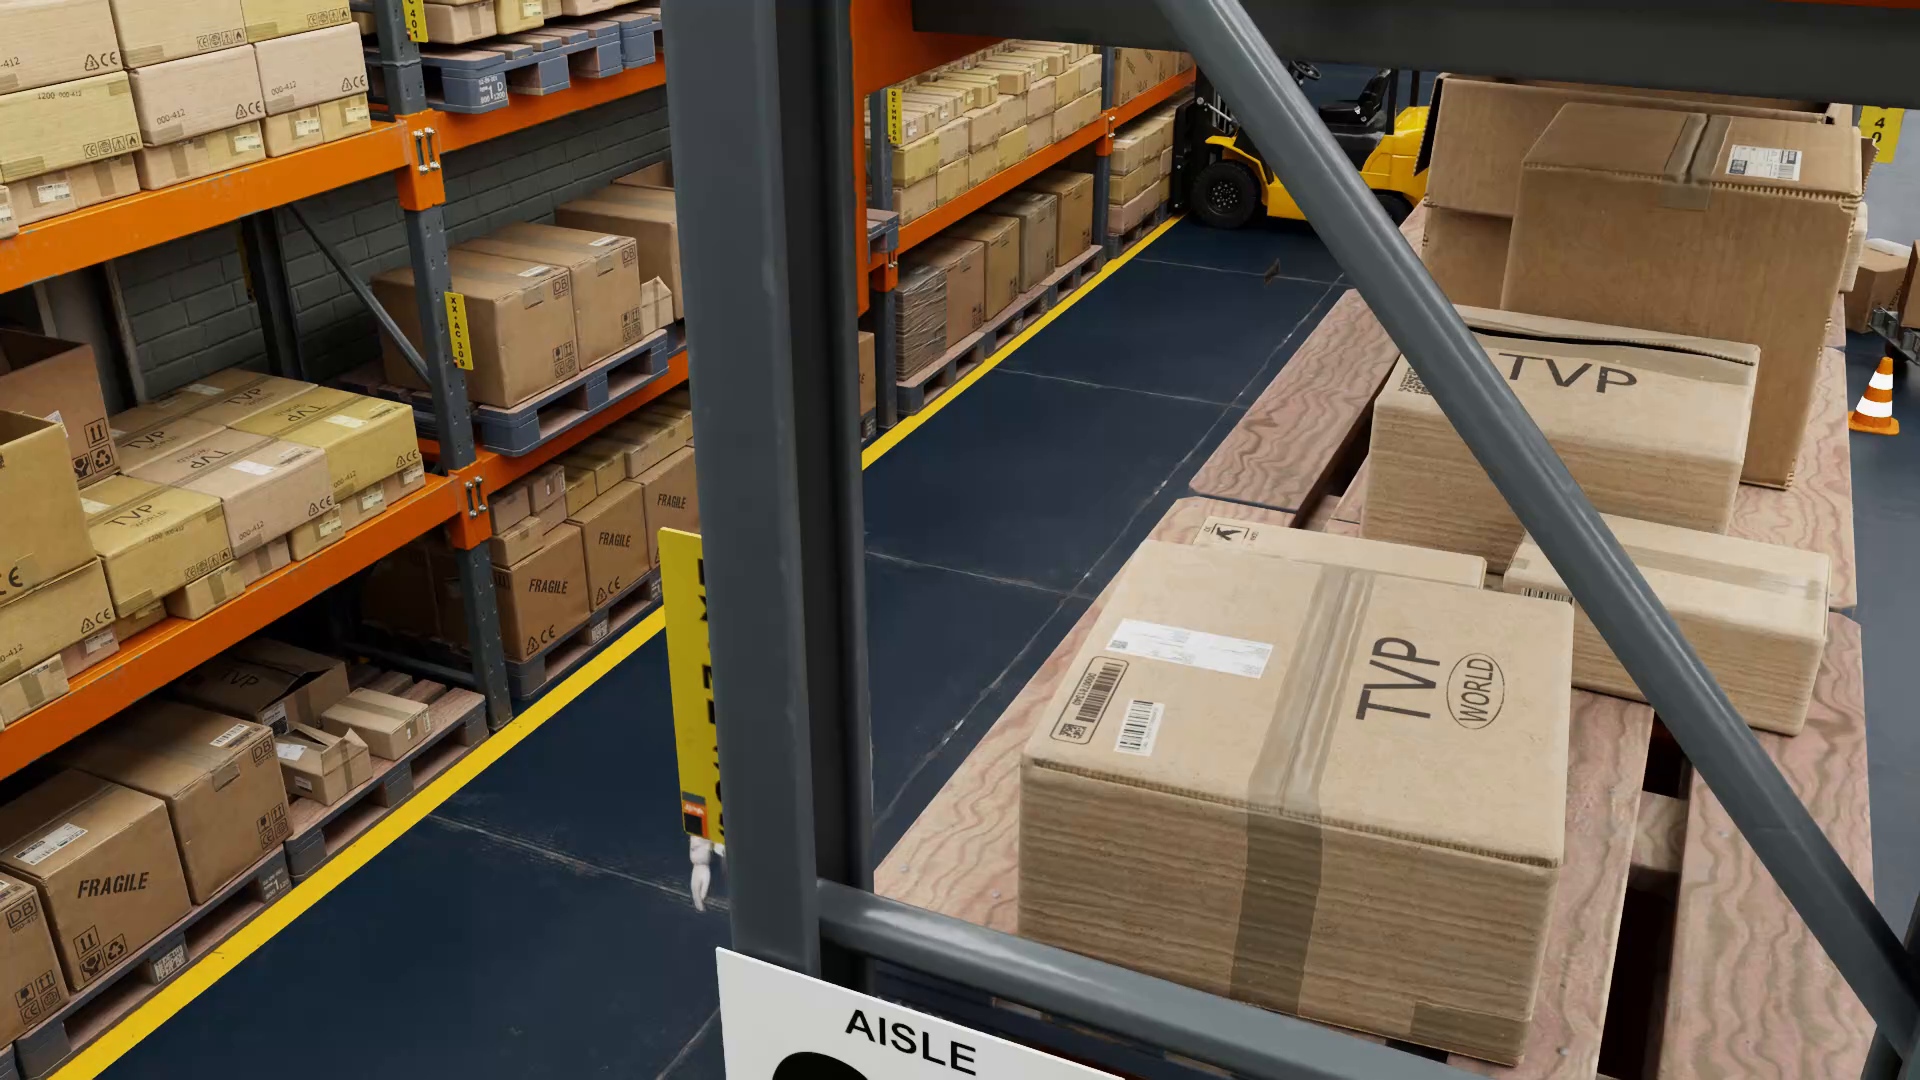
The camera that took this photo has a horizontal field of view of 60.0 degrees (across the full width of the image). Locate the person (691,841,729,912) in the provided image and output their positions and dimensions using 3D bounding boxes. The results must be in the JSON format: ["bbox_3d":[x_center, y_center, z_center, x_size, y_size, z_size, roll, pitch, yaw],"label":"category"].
[{"bbox_3d":[3.613,-0.268,7.542,7.740,2.202,7.075,5,27,11],"label":"person"}]
